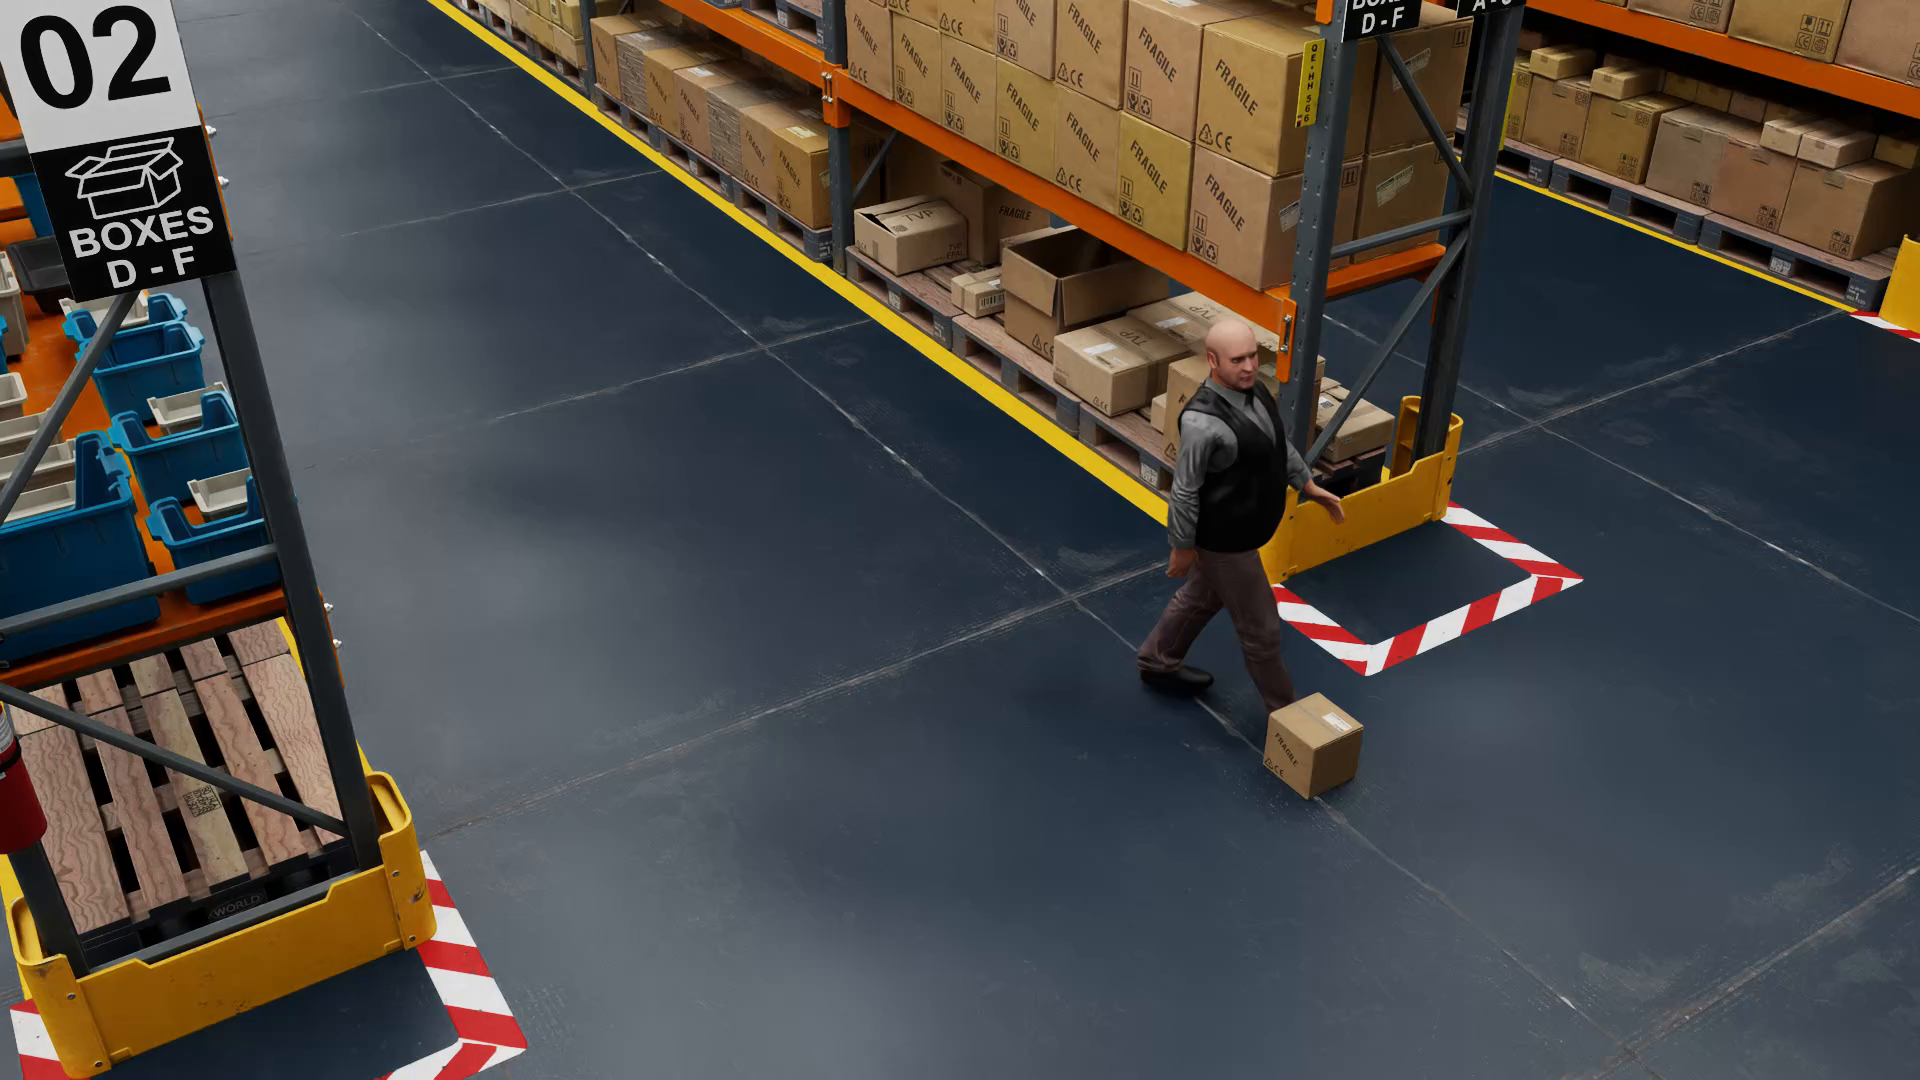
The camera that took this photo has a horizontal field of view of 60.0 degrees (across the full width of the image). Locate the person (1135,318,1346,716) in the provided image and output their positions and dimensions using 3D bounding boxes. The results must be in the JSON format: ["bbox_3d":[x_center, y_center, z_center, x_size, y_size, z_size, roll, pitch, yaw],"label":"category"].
[{"bbox_3d":[1.116,-0.027,6.189,0.902,1.674,0.578,15,35,22],"label":"person"}]
